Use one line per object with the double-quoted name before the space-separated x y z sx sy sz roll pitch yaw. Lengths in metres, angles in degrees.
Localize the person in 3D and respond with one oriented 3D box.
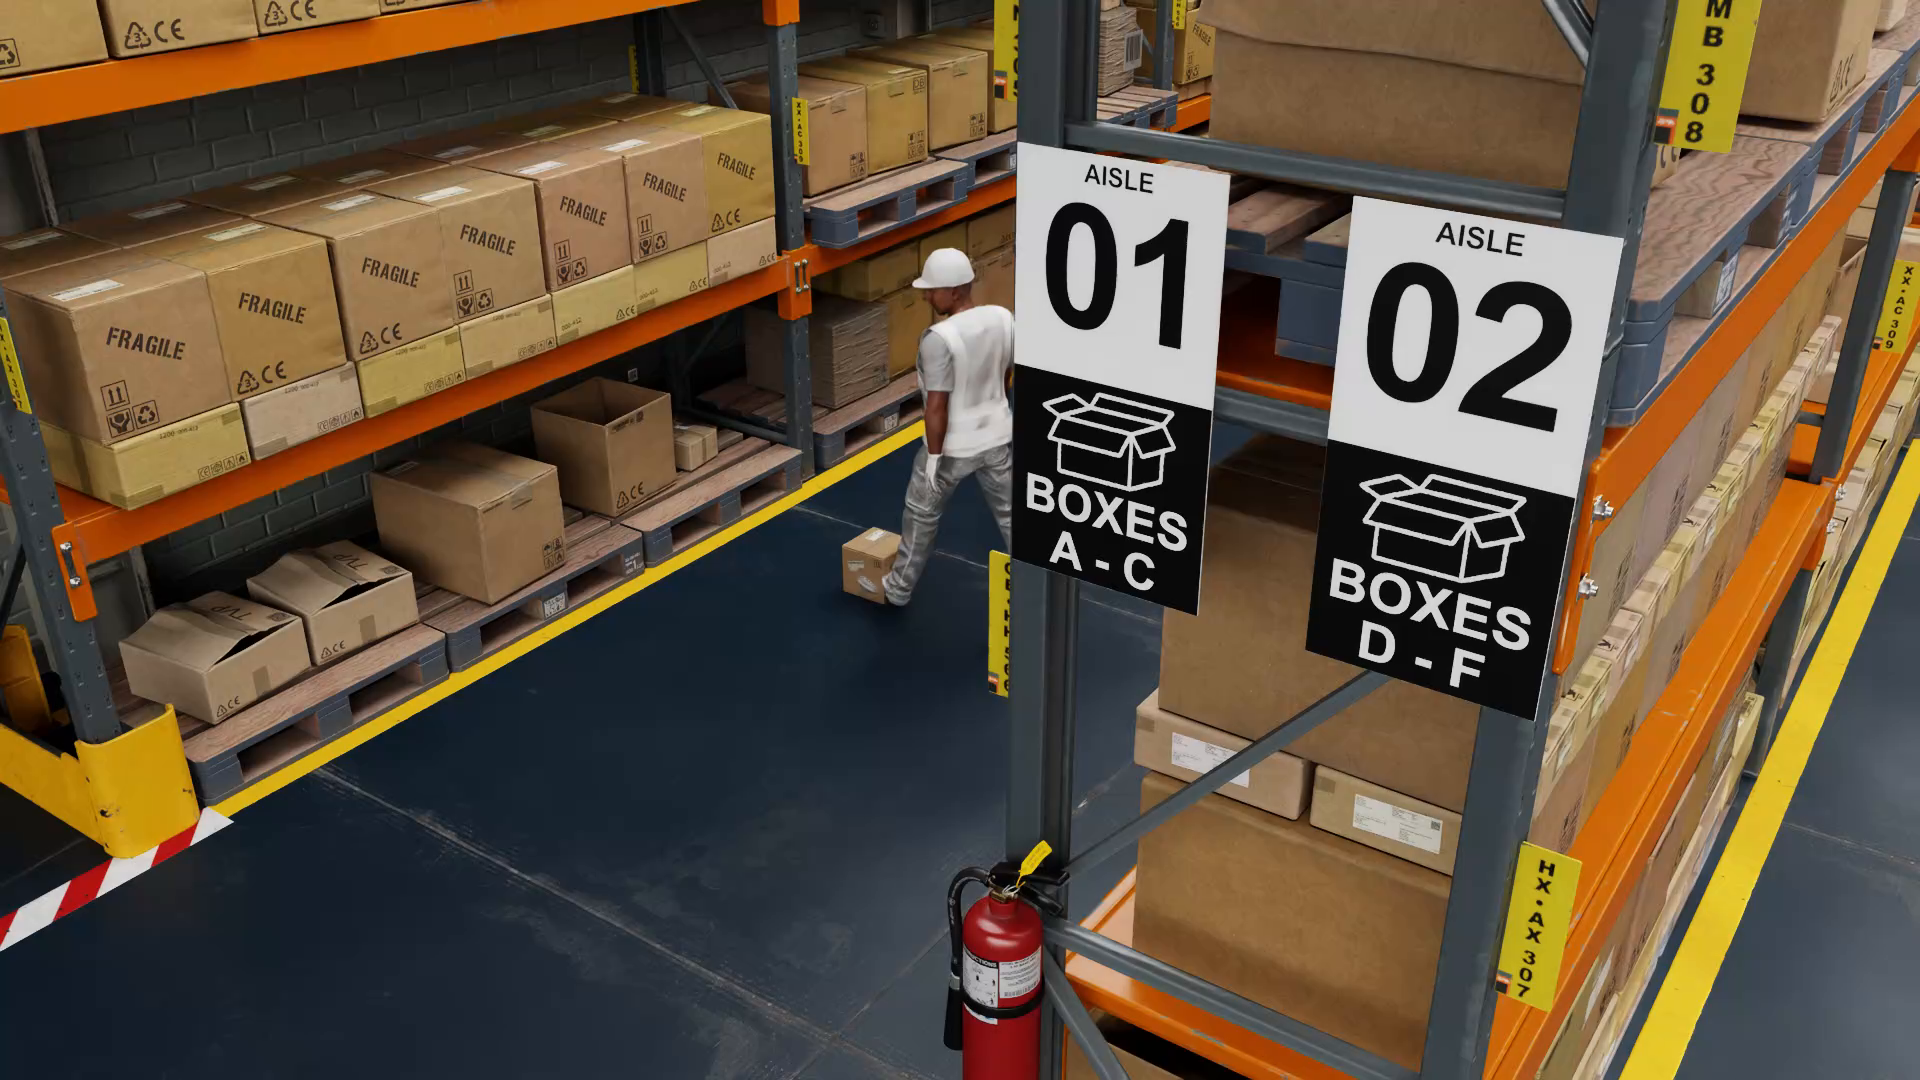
"person" 0.013 -0.470 7.542 0.673 1.751 0.895 -20 33 -34
